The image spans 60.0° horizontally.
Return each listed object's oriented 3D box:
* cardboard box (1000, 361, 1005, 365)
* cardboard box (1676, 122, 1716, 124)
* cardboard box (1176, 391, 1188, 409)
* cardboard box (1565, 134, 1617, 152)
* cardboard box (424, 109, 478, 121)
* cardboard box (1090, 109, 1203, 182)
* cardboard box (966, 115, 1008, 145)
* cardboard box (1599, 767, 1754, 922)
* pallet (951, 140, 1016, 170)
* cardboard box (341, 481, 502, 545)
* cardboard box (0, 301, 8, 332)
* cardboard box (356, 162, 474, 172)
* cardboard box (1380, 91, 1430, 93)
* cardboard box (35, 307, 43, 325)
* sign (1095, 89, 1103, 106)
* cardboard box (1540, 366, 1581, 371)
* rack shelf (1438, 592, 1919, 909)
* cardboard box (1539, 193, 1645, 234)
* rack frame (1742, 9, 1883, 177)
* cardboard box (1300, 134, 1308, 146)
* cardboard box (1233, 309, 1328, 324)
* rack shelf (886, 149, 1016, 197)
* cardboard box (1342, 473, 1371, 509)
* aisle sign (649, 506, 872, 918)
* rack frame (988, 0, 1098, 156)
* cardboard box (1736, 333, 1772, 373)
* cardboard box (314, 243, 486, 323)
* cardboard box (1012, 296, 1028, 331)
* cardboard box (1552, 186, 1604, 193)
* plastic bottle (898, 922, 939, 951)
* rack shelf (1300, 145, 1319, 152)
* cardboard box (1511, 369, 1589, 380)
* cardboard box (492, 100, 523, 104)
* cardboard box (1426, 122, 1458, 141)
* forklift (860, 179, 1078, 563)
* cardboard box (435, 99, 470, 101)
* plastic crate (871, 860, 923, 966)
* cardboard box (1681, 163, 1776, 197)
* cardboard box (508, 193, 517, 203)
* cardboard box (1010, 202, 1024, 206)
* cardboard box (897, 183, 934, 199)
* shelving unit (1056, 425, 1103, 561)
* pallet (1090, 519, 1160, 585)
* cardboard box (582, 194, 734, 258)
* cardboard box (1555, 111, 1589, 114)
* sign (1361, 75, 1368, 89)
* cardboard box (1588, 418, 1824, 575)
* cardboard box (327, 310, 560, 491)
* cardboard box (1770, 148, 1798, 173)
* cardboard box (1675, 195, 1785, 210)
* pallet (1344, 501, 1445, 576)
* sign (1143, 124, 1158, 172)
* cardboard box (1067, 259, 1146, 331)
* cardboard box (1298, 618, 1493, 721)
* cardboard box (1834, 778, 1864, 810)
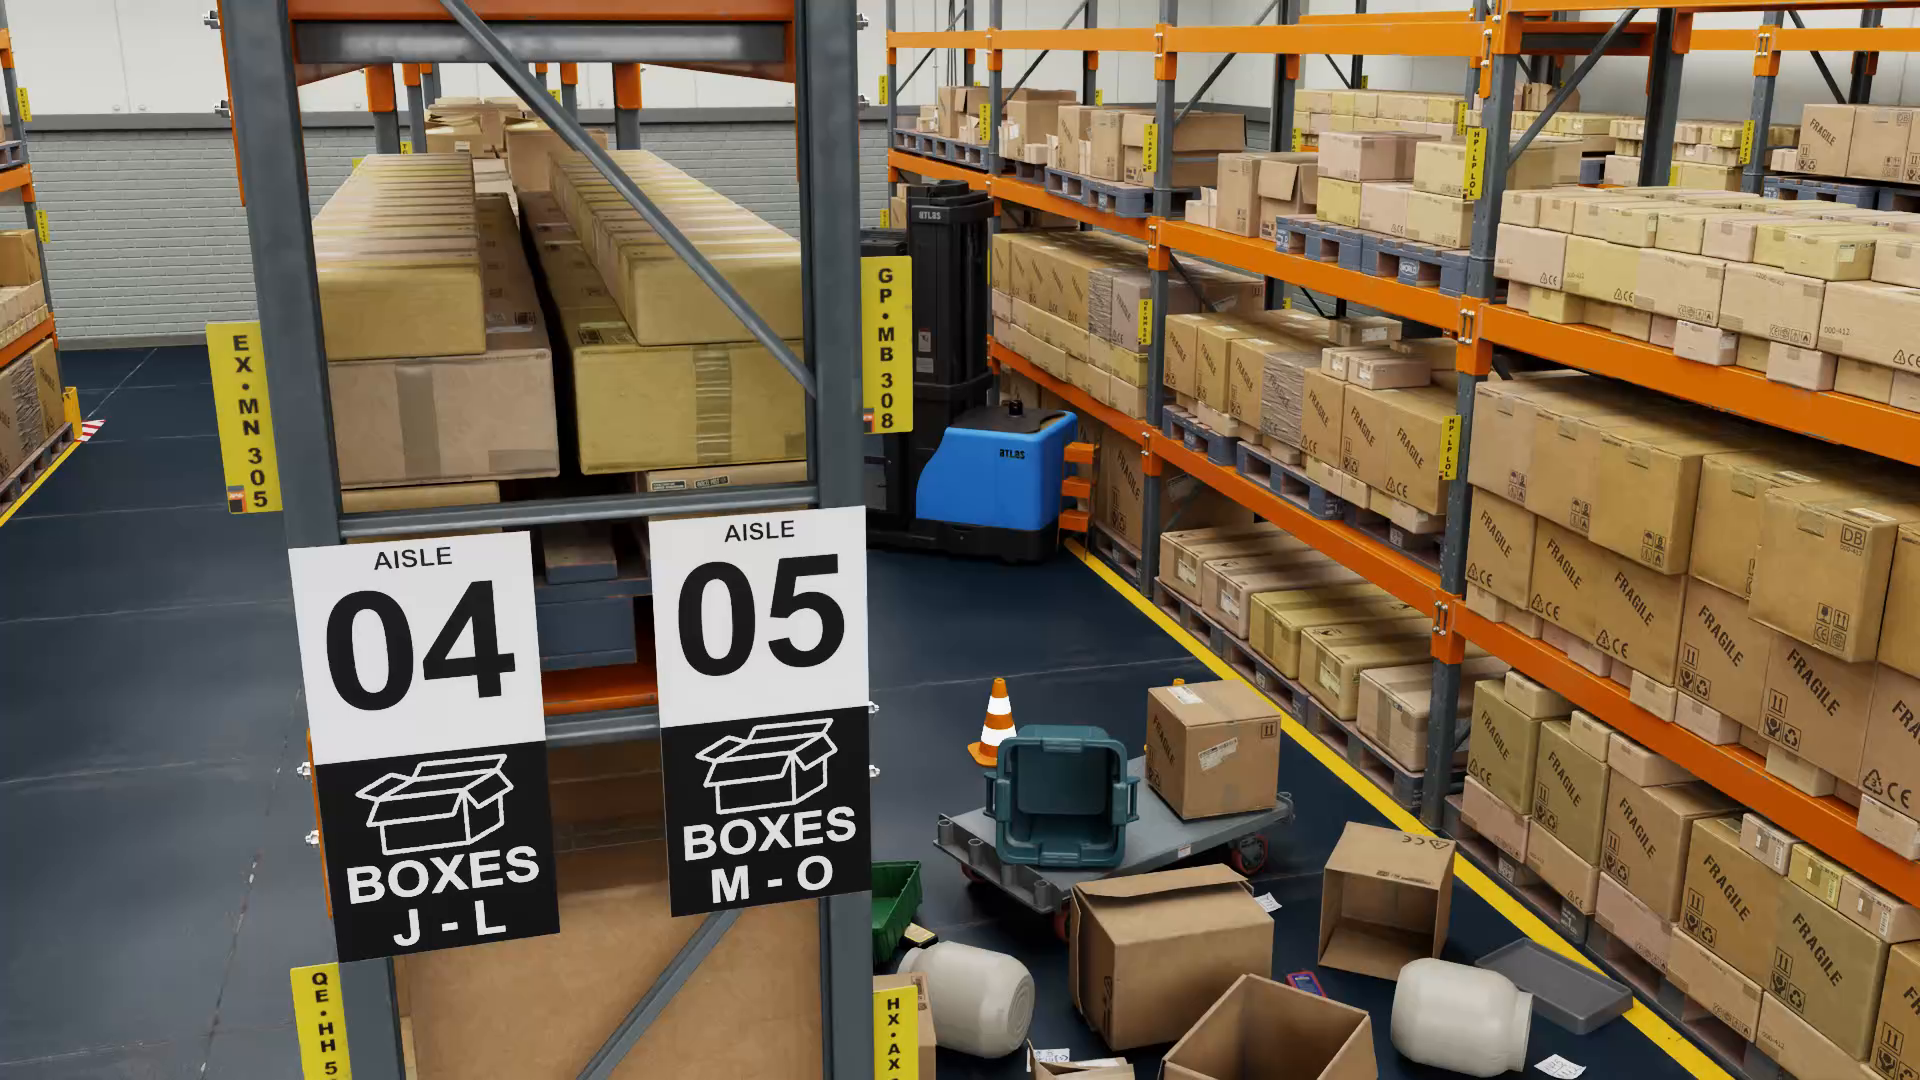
[{"bbox_3d":[0.200,-1.813,18.497,0.875,0.438,0.875,-4,17,-14],"label":"cardboard box"},{"bbox_3d":[6.132,-3.441,14.029,0.380,0.149,0.250,-5,17,-16],"label":"cardboard box"},{"bbox_3d":[1.772,-1.029,11.872,0.380,0.149,0.250,-6,18,-18],"label":"cardboard box"},{"bbox_3d":[5.680,-3.581,14.979,0.380,0.149,0.250,-4,17,-14],"label":"cardboard box"},{"bbox_3d":[-3.605,-2.930,11.775,0.396,0.266,0.258,-5,17,-15],"label":"cardboard box"},{"bbox_3d":[1.406,-2.998,12.599,0.700,0.500,0.500,-6,18,-18],"label":"cardboard box"},{"bbox_3d":[0.279,-3.932,15.944,0.396,0.266,0.258,-4,17,-13],"label":"cardboard box"},{"bbox_3d":[3.162,1.285,7.206,0.500,0.500,0.500,-4,17,-12],"label":"cardboard box"},{"bbox_3d":[0.547,-3.781,16.265,1.003,0.211,1.213,-5,17,-15],"label":"pallet"},{"bbox_3d":[-1.089,-0.051,3.228,0.380,0.149,0.250,-5,17,-15],"label":"cardboard box"},{"bbox_3d":[-9.051,-2.015,15.191,0.500,0.250,0.500,-5,17,-15],"label":"cardboard box"},{"bbox_3d":[-1.857,-1.207,5.687,0.380,0.149,0.250,-5,17,-16],"label":"cardboard box"},{"bbox_3d":[5.119,-5.020,19.109,0.500,0.250,0.500,-5,17,-15],"label":"cardboard box"},{"bbox_3d":[-9.378,-2.218,16.559,0.380,0.149,0.250,-5,17,-15],"label":"cardboard box"},{"bbox_3d":[1.281,-4.040,15.528,0.100,0.325,0.005,-5,17,-15],"label":"sign"},{"bbox_3d":[6.064,-1.650,16.718,0.380,0.149,0.250,-5,17,-15],"label":"cardboard box"},{"bbox_3d":[3.510,0.951,6.822,1.077,0.370,4.000,-5,17,-15],"label":"rack shelf"},{"bbox_3d":[2.833,-1.462,7.443,0.380,0.149,0.250,-4,17,-14],"label":"cardboard box"},{"bbox_3d":[6.633,-4.320,12.691,1.000,3.000,0.127,-5,17,-15],"label":"rack frame"},{"bbox_3d":[4.298,-4.869,20.171,0.380,0.149,0.250,-4,17,-14],"label":"cardboard box"},{"bbox_3d":[2.253,-1.341,11.781,0.500,0.500,0.500,-5,17,-17],"label":"cardboard box"},{"bbox_3d":[0.212,-3.805,17.441,1.077,0.370,4.000,-5,17,-15],"label":"rack shelf"},{"bbox_3d":[2.393,-0.291,9.413,0.380,0.149,0.250,-5,17,-16],"label":"cardboard box"},{"bbox_3d":[-0.364,0.330,3.121,0.394,0.787,0.004,-5,17,-15],"label":"aisle sign"},{"bbox_3d":[0.762,-5.033,15.064,1.000,3.000,0.127,-5,17,-15],"label":"rack frame"},{"bbox_3d":[3.234,-0.730,6.391,0.380,0.149,0.250,-5,17,-15],"label":"cardboard box"},{"bbox_3d":[-1.158,-0.504,3.348,0.380,0.149,0.250,-5,17,-15],"label":"cardboard box"},{"bbox_3d":[0.782,-2.041,14.925,0.500,0.250,0.500,-4,17,-14],"label":"cardboard box"},{"bbox_3d":[3.185,-1.706,8.734,0.500,0.250,0.500,-5,17,-17],"label":"cardboard box"},{"bbox_3d":[-0.244,1.837,7.730,0.283,0.061,0.133,16,23,42],"label":"plastic bottle"},{"bbox_3d":[4.984,-4.198,18.751,1.077,0.370,4.000,-5,17,-15],"label":"rack shelf"},{"bbox_3d":[3.171,-0.807,8.876,0.380,0.149,0.250,-5,17,-15],"label":"cardboard box"},{"bbox_3d":[-4.374,-4.216,16.259,0.380,0.149,0.250,-4,17,-14],"label":"cardboard box"},{"bbox_3d":[5.160,-4.174,17.163,0.500,0.250,0.500,-5,17,-15],"label":"cardboard box"},{"bbox_3d":[-0.580,-1.473,13.761,3.031,2.935,1.130,7,18,22],"label":"forklift"},{"bbox_3d":[-5.076,-4.314,16.585,0.380,0.149,0.250,-4,17,-14],"label":"cardboard box"},{"bbox_3d":[-0.464,1.736,7.746,0.450,0.188,0.662,-6,15,16],"label":"plastic crate"},{"bbox_3d":[6.258,-2.934,13.553,0.500,0.250,0.500,-5,18,-17],"label":"cardboard box"},{"bbox_3d":[-2.322,-1.465,7.759,0.500,0.250,0.500,-5,17,-16],"label":"cardboard box"},{"bbox_3d":[0.719,-3.315,16.736,0.380,0.149,0.250,-5,17,-16],"label":"cardboard box"},{"bbox_3d":[-0.506,-3.983,18.960,0.380,0.149,0.250,-4,17,-14],"label":"cardboard box"},{"bbox_3d":[0.958,-0.379,13.365,0.252,1.050,0.215,10,19,19],"label":"shelving unit"},{"bbox_3d":[1.717,0.058,13.391,1.003,0.211,1.213,-5,17,-15],"label":"pallet"},{"bbox_3d":[-0.806,-0.837,4.458,0.380,0.149,0.250,-5,17,-16],"label":"cardboard box"},{"bbox_3d":[5.897,-4.049,16.020,0.380,0.149,0.250,-5,17,-16],"label":"cardboard box"},{"bbox_3d":[4.973,-5.558,20.489,0.100,0.325,0.005,-5,17,-15],"label":"sign"},{"bbox_3d":[3.104,-0.193,6.952,0.700,0.500,0.500,-5,17,-16],"label":"cardboard box"},{"bbox_3d":[-1.075,-0.291,3.331,0.500,0.250,0.500,-4,17,-15],"label":"cardboard box"},{"bbox_3d":[6.437,-2.900,12.680,0.380,0.166,0.250,-5,17,-15],"label":"cardboard box"},{"bbox_3d":[3.388,-1.430,7.334,0.380,0.149,0.250,-4,17,-14],"label":"cardboard box"},{"bbox_3d":[2.890,-0.078,9.330,1.003,0.211,1.213,-5,17,-15],"label":"pallet"},{"bbox_3d":[1.325,-2.734,11.588,0.100,0.325,0.005,-5,17,-15],"label":"sign"},{"bbox_3d":[1.189,-1.981,13.422,0.500,0.500,0.500,-5,17,-15],"label":"cardboard box"},{"bbox_3d":[2.613,0.767,10.022,0.950,0.372,0.625,-4,17,-12],"label":"cardboard box"},{"bbox_3d":[3.490,0.909,6.149,0.380,0.149,0.250,-4,17,-14],"label":"cardboard box"}]
